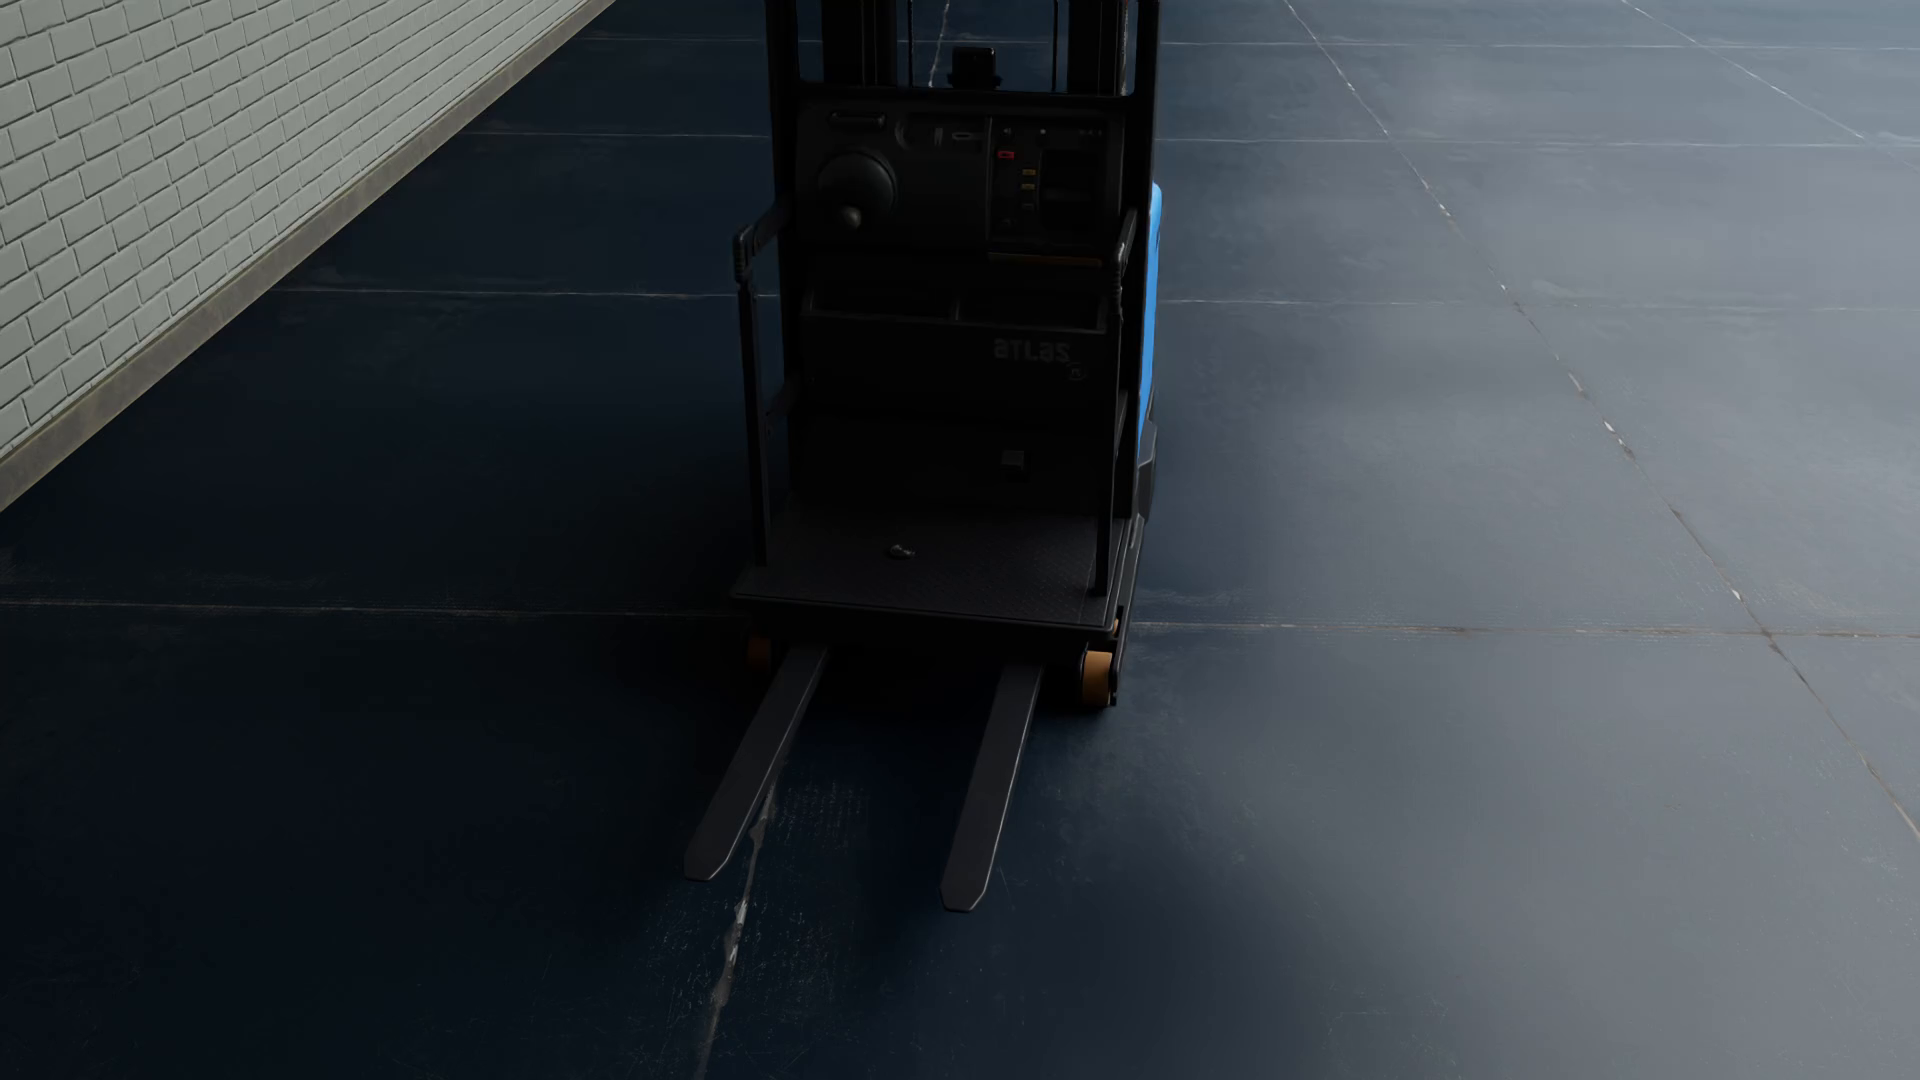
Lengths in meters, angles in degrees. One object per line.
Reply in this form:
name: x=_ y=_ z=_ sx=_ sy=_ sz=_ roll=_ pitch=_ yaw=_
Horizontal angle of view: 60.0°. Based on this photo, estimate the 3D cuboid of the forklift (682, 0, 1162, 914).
forklift: x=-0.040 y=-0.994 z=4.495 sx=1.130 sy=2.935 sz=3.031 roll=5 pitch=28 yaw=9
